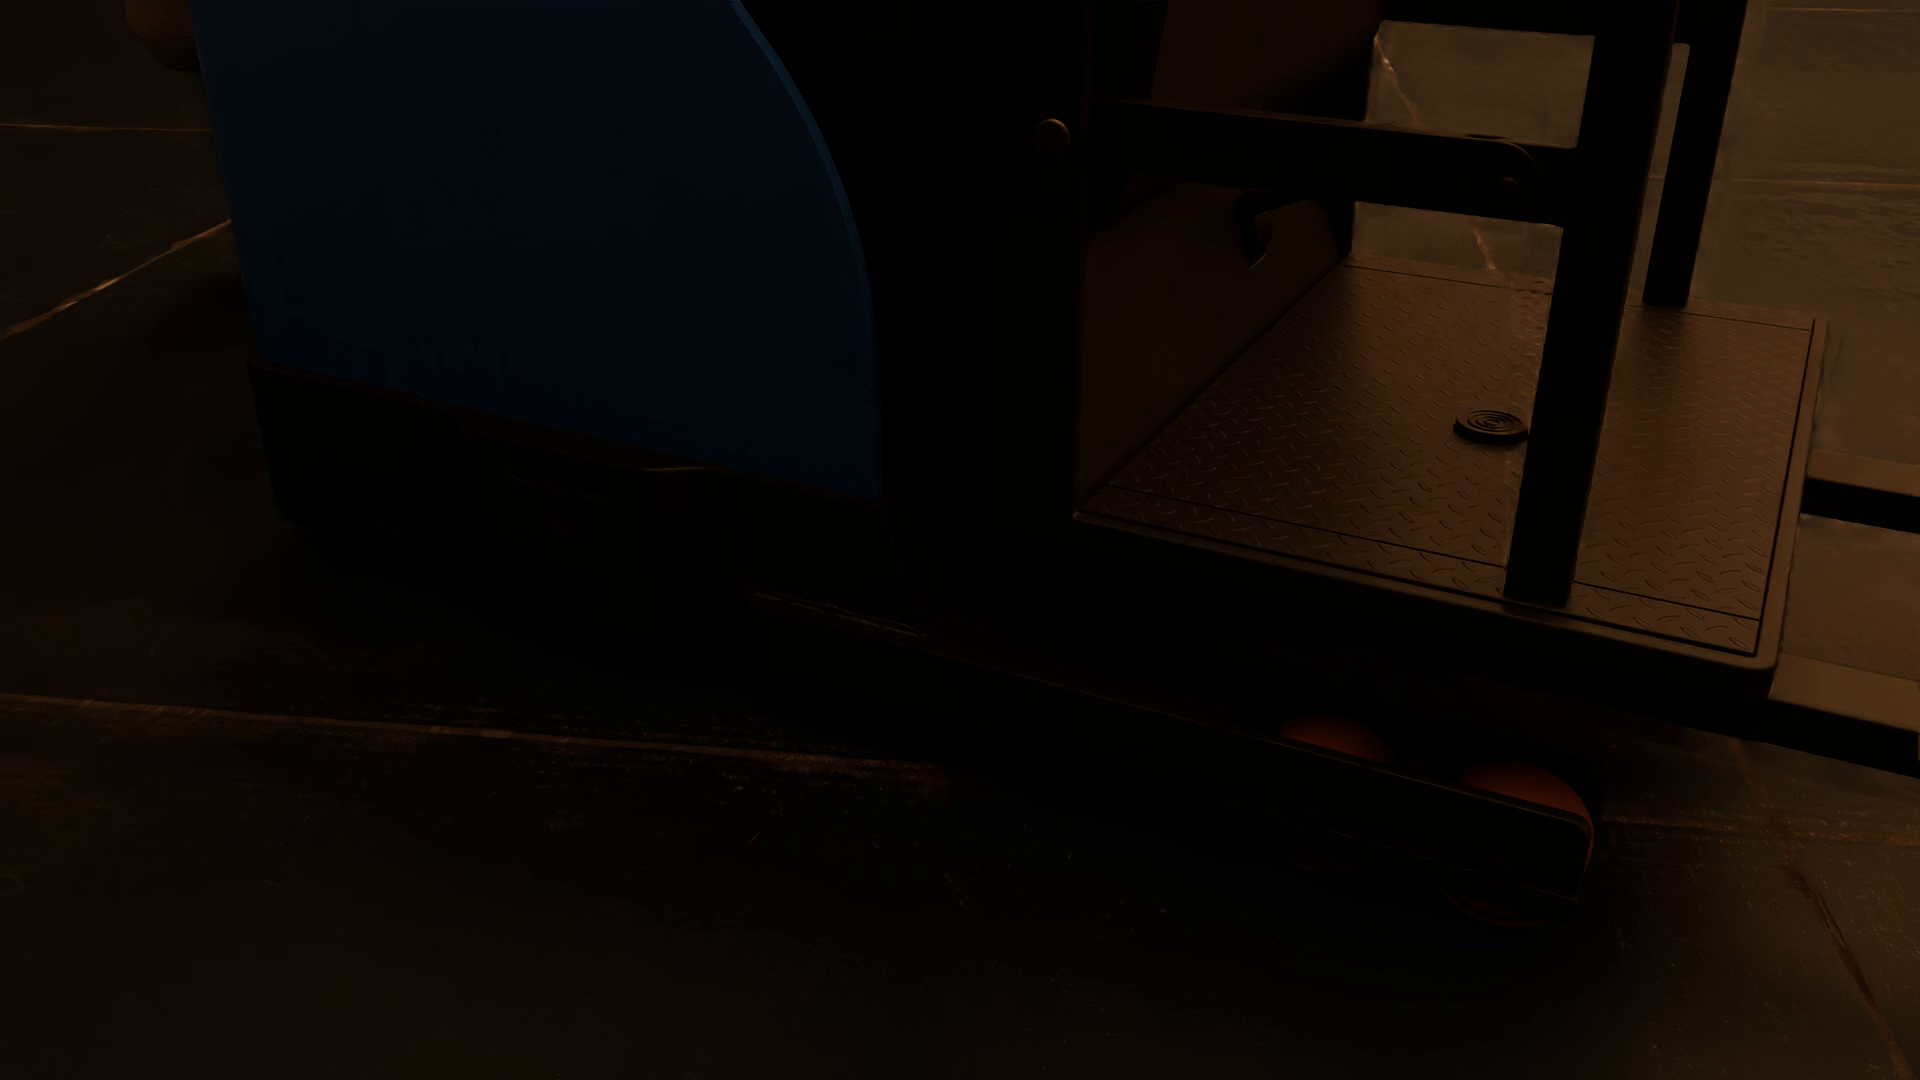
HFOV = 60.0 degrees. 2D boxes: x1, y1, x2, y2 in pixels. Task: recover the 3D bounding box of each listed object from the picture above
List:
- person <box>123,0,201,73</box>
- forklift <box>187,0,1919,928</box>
[{"bbox_3d":[-1.334,-1.099,3.141,0.915,1.479,0.756,2,27,4],"label":"person"},{"bbox_3d":[0.542,-1.187,1.595,3.031,2.935,1.130,13,29,24],"label":"forklift"}]
